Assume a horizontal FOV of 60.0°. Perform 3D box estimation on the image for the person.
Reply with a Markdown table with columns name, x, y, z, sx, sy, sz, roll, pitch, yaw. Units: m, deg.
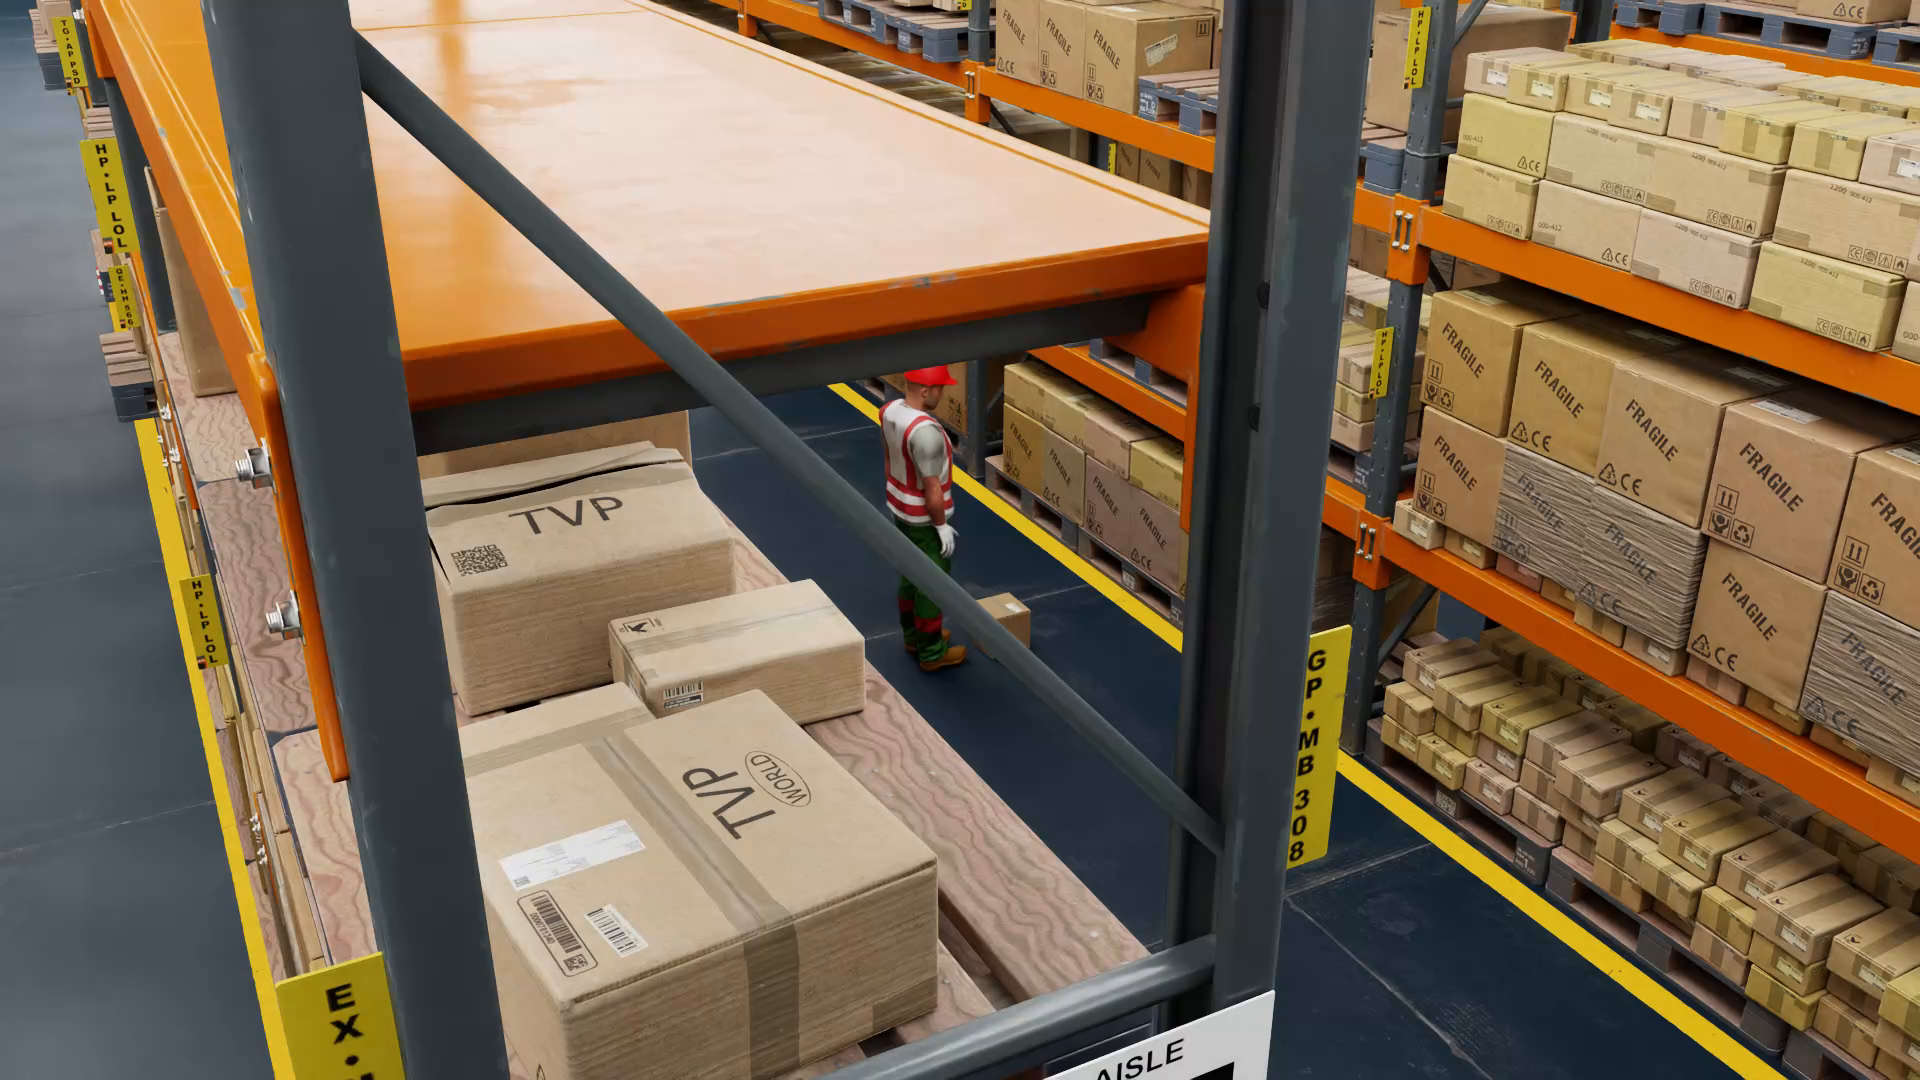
| name | x | y | z | sx | sy | sz | roll | pitch | yaw |
| --- | --- | --- | --- | --- | --- | --- | --- | --- | --- |
| person | -0.162 | -0.145 | 8.845 | 0.434 | 1.791 | 0.556 | -12 | 28 | -25 |
